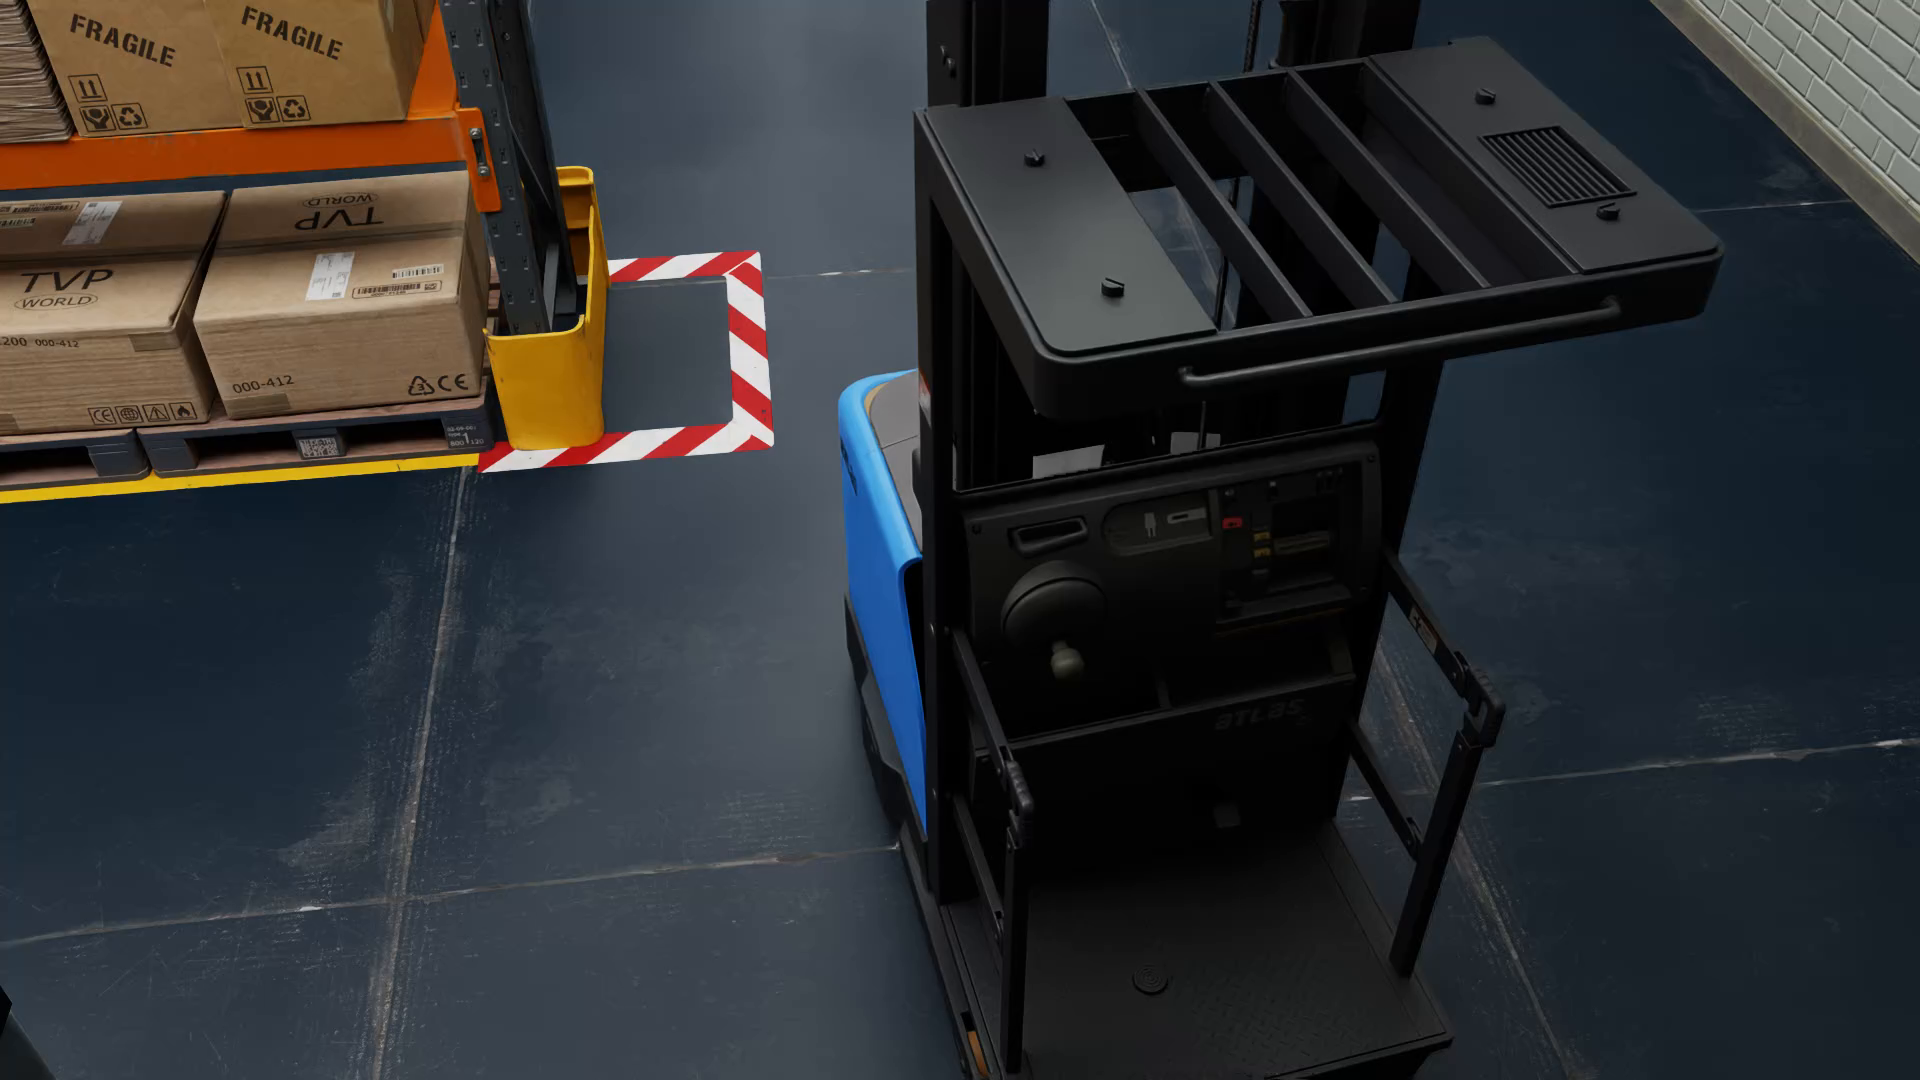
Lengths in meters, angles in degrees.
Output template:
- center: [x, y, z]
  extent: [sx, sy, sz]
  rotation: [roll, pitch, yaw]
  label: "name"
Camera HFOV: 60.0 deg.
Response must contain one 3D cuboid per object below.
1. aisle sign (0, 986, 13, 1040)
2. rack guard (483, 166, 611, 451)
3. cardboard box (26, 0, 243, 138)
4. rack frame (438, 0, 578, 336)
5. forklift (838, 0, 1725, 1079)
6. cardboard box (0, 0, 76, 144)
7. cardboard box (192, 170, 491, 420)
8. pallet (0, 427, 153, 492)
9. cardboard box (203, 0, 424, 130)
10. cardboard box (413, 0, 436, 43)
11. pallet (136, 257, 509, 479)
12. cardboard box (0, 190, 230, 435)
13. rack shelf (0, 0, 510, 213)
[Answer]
- center: [-0.908, 0.294, 1.225]
  extent: [0.004, 0.787, 0.394]
  rotation: [-5, 42, -6]
  label: "aisle sign"
- center: [-1.561, -0.910, 6.367]
  extent: [0.348, 0.500, 1.175]
  rotation: [-5, 42, -6]
  label: "rack guard"
- center: [-2.528, -1.622, 5.216]
  extent: [0.500, 0.500, 0.500]
  rotation: [-6, 42, -6]
  label: "cardboard box"
- center: [-1.584, -1.836, 5.528]
  extent: [0.127, 3.000, 1.000]
  rotation: [-5, 42, -6]
  label: "rack frame"
- center: [0.523, 0.132, 3.398]
  extent: [1.130, 2.935, 3.031]
  rotation: [-10, 43, -11]
  label: "forklift"
- center: [-3.037, -1.570, 5.159]
  extent: [0.500, 0.500, 0.500]
  rotation: [-4, 42, -4]
  label: "cardboard box"
- center: [-2.226, -0.917, 6.108]
  extent: [0.875, 0.438, 0.875]
  rotation: [-6, 42, -7]
  label: "cardboard box"
- center: [-3.574, -0.575, 6.212]
  extent: [1.213, 0.211, 1.003]
  rotation: [-5, 42, -6]
  label: "pallet"
- center: [-2.028, -1.655, 5.253]
  extent: [0.500, 0.500, 0.500]
  rotation: [-5, 42, -5]
  label: "cardboard box"
- center: [-2.098, -2.022, 5.659]
  extent: [0.500, 0.500, 0.500]
  rotation: [-5, 42, -6]
  label: "cardboard box"
- center: [-2.367, -0.679, 6.327]
  extent: [1.213, 0.211, 1.003]
  rotation: [-5, 42, -6]
  label: "pallet"
- center: [-3.132, -0.831, 6.014]
  extent: [0.875, 0.438, 0.875]
  rotation: [-4, 42, -4]
  label: "cardboard box"
- center: [-3.567, -1.395, 5.576]
  extent: [4.000, 0.370, 1.077]
  rotation: [-5, 42, -6]
  label: "rack shelf"
